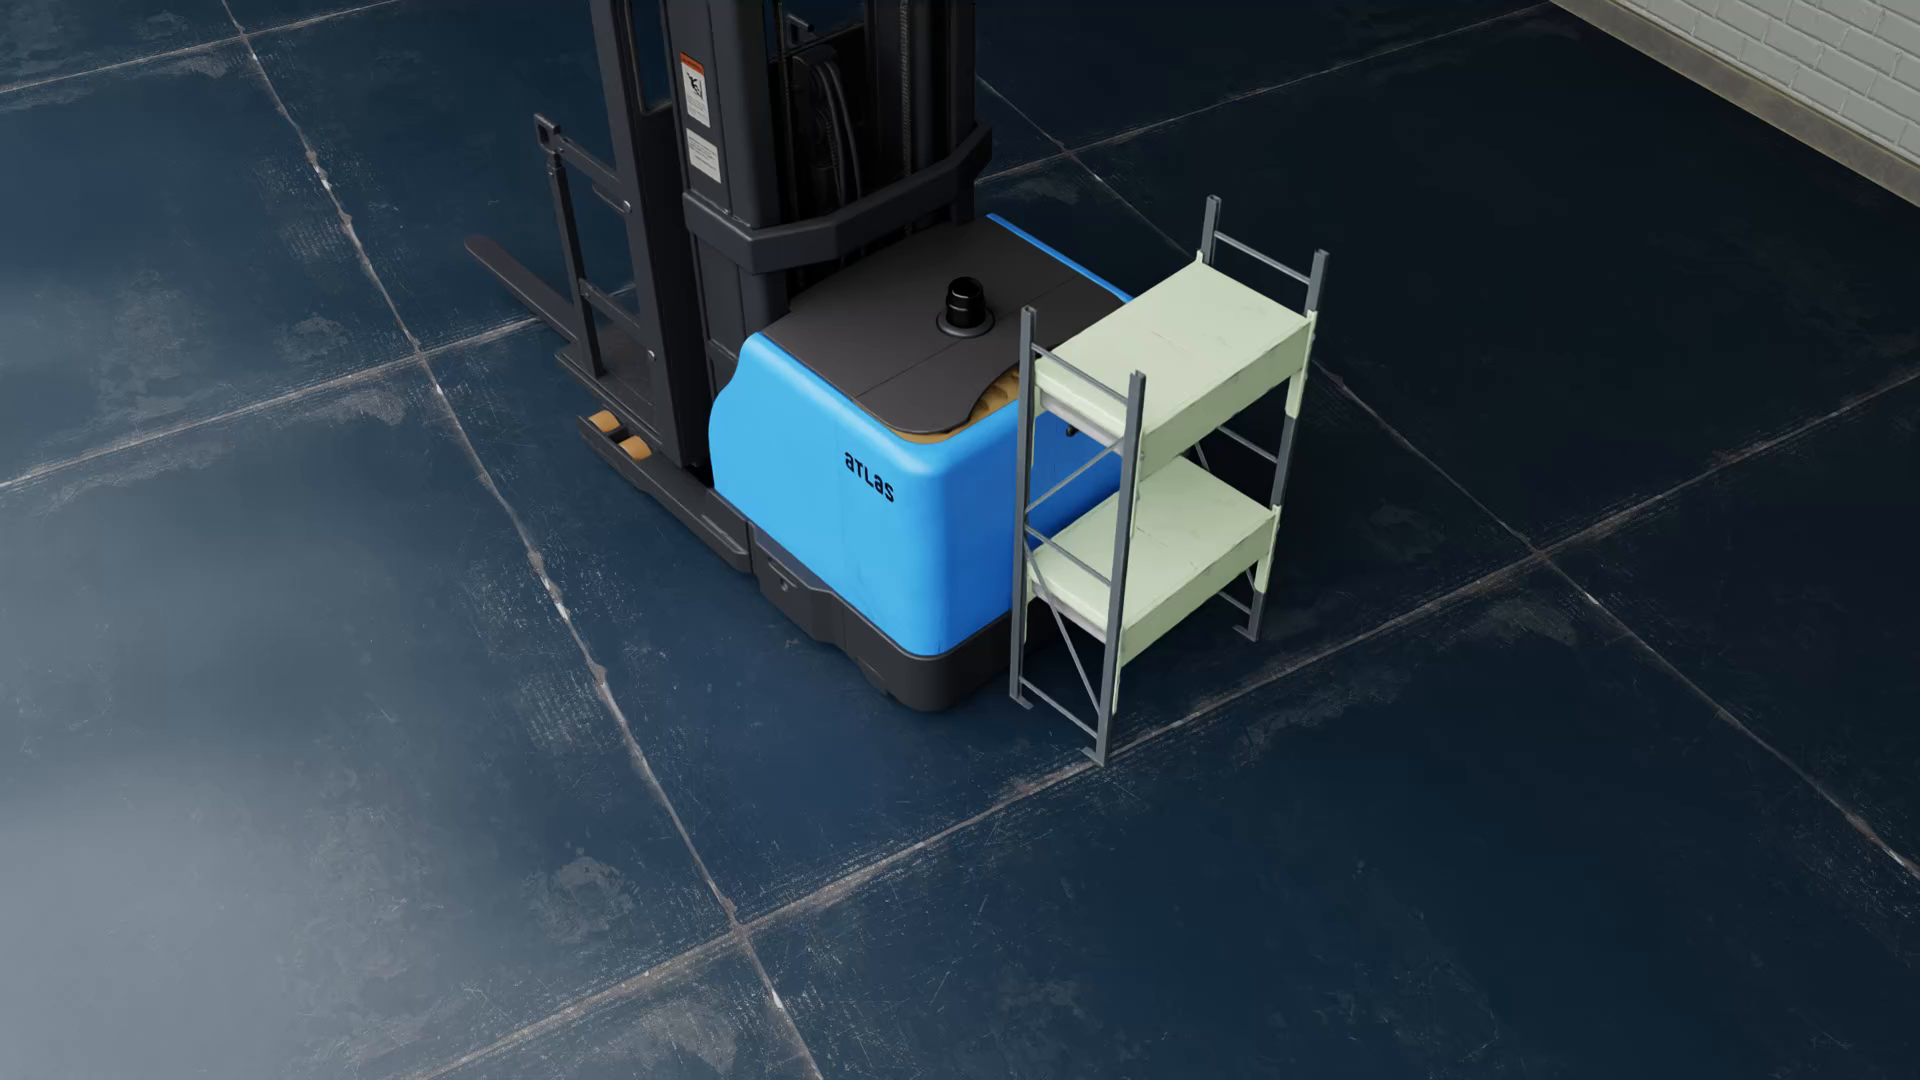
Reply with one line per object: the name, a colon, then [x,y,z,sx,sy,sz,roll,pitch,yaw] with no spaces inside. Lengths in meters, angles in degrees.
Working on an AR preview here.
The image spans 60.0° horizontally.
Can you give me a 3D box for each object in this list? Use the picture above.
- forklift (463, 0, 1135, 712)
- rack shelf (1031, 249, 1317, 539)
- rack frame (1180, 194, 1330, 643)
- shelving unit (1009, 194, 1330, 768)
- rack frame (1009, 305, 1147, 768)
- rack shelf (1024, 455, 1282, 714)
forklift: [-0.732,-1.469,5.159,1.130,2.935,3.031,-32,53,-29]
rack shelf: [0.564,-0.411,4.536,0.720,0.370,0.431,-34,54,-30]
rack frame: [0.826,-0.309,4.991,0.023,1.500,0.400,-34,54,-30]
shelving unit: [0.564,-0.131,4.808,0.755,1.500,0.431,-34,54,-30]
rack frame: [0.302,0.047,4.624,0.023,1.500,0.400,-34,54,-30]
rack shelf: [0.564,0.103,5.035,0.720,0.370,0.431,-34,54,-30]
